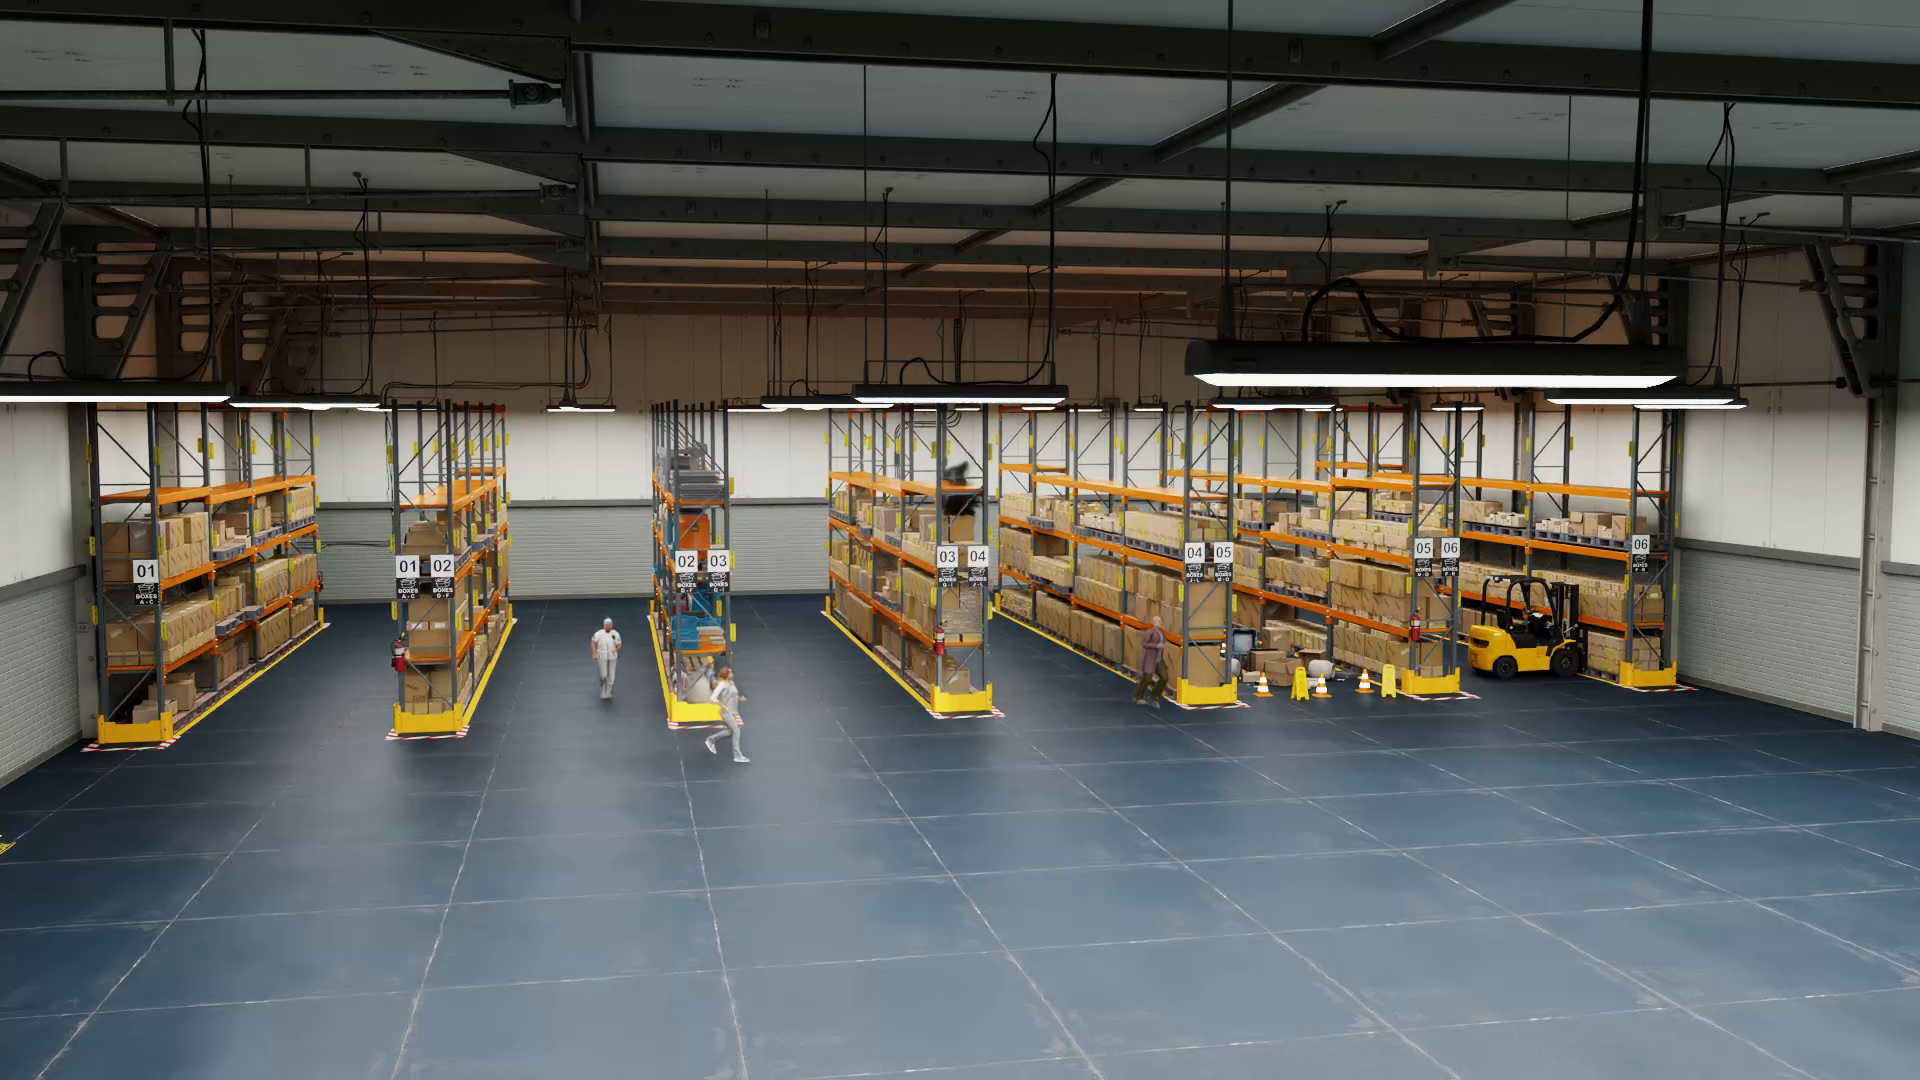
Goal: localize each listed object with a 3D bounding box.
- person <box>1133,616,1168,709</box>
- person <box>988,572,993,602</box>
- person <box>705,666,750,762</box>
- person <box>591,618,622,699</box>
[{"bbox_3d":[3.811,2.406,32.549,0.706,1.834,0.803,-4,6,-40],"label":"person"},{"bbox_3d":[0.627,1.449,45.016,0.644,1.741,0.580,-1,4,-12],"label":"person"},{"bbox_3d":[-3.853,2.864,27.415,0.823,1.569,0.547,1,4,15],"label":"person"},{"bbox_3d":[-7.076,2.384,33.365,0.576,1.631,0.712,-2,5,-21],"label":"person"}]
